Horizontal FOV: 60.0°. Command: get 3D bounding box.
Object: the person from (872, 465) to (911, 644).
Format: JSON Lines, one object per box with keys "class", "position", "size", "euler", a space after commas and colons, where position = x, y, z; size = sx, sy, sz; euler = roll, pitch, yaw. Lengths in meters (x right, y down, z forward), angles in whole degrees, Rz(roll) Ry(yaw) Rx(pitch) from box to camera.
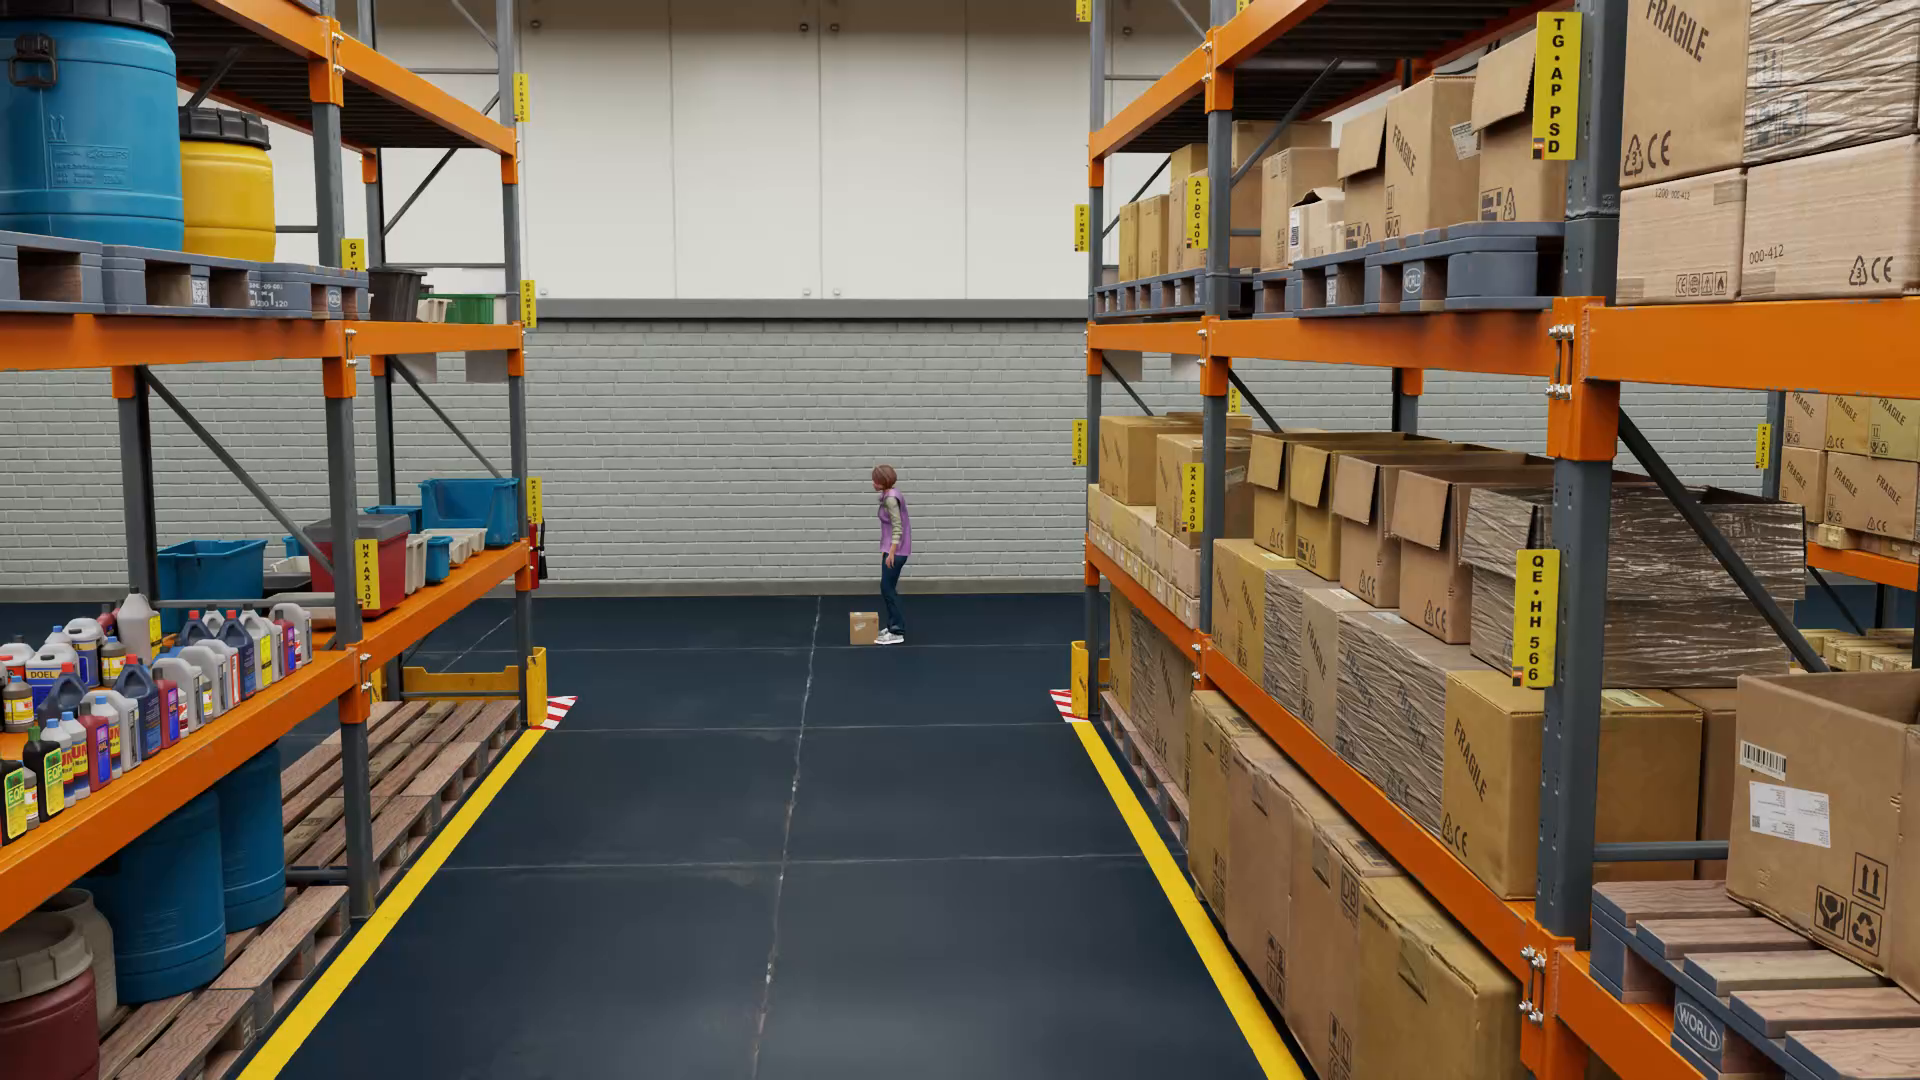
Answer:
{"class": "person", "position": [-0.613, 0.123, 14.820], "size": [0.347, 1.591, 0.483], "euler": [-1, 7, -7]}
